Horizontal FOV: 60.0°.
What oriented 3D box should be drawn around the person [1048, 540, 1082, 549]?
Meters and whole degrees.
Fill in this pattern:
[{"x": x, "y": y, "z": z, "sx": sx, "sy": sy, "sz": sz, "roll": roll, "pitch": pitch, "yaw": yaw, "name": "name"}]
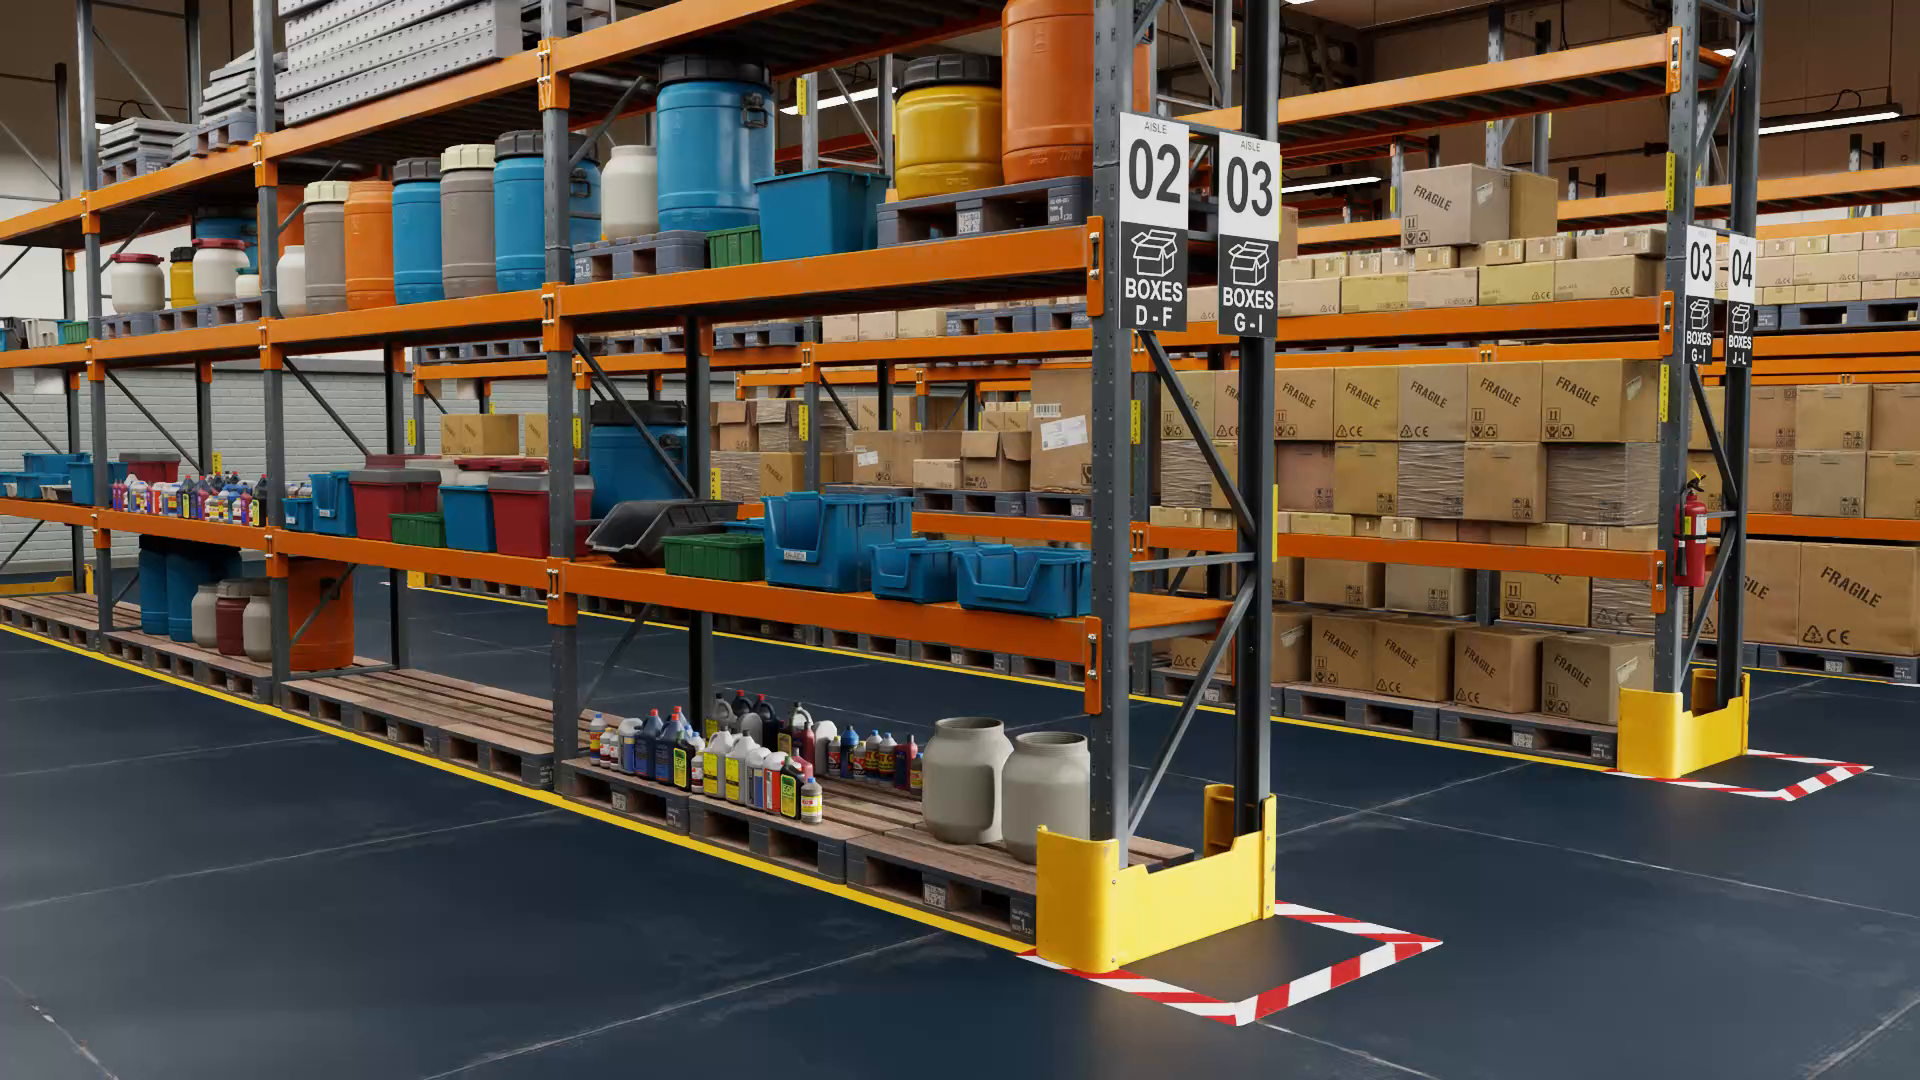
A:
[{"x": 1.147, "y": -0.070, "z": 18.234, "sx": 0.563, "sy": 1.765, "sz": 0.398, "roll": -4, "pitch": 5, "yaw": -42, "name": "person"}]
